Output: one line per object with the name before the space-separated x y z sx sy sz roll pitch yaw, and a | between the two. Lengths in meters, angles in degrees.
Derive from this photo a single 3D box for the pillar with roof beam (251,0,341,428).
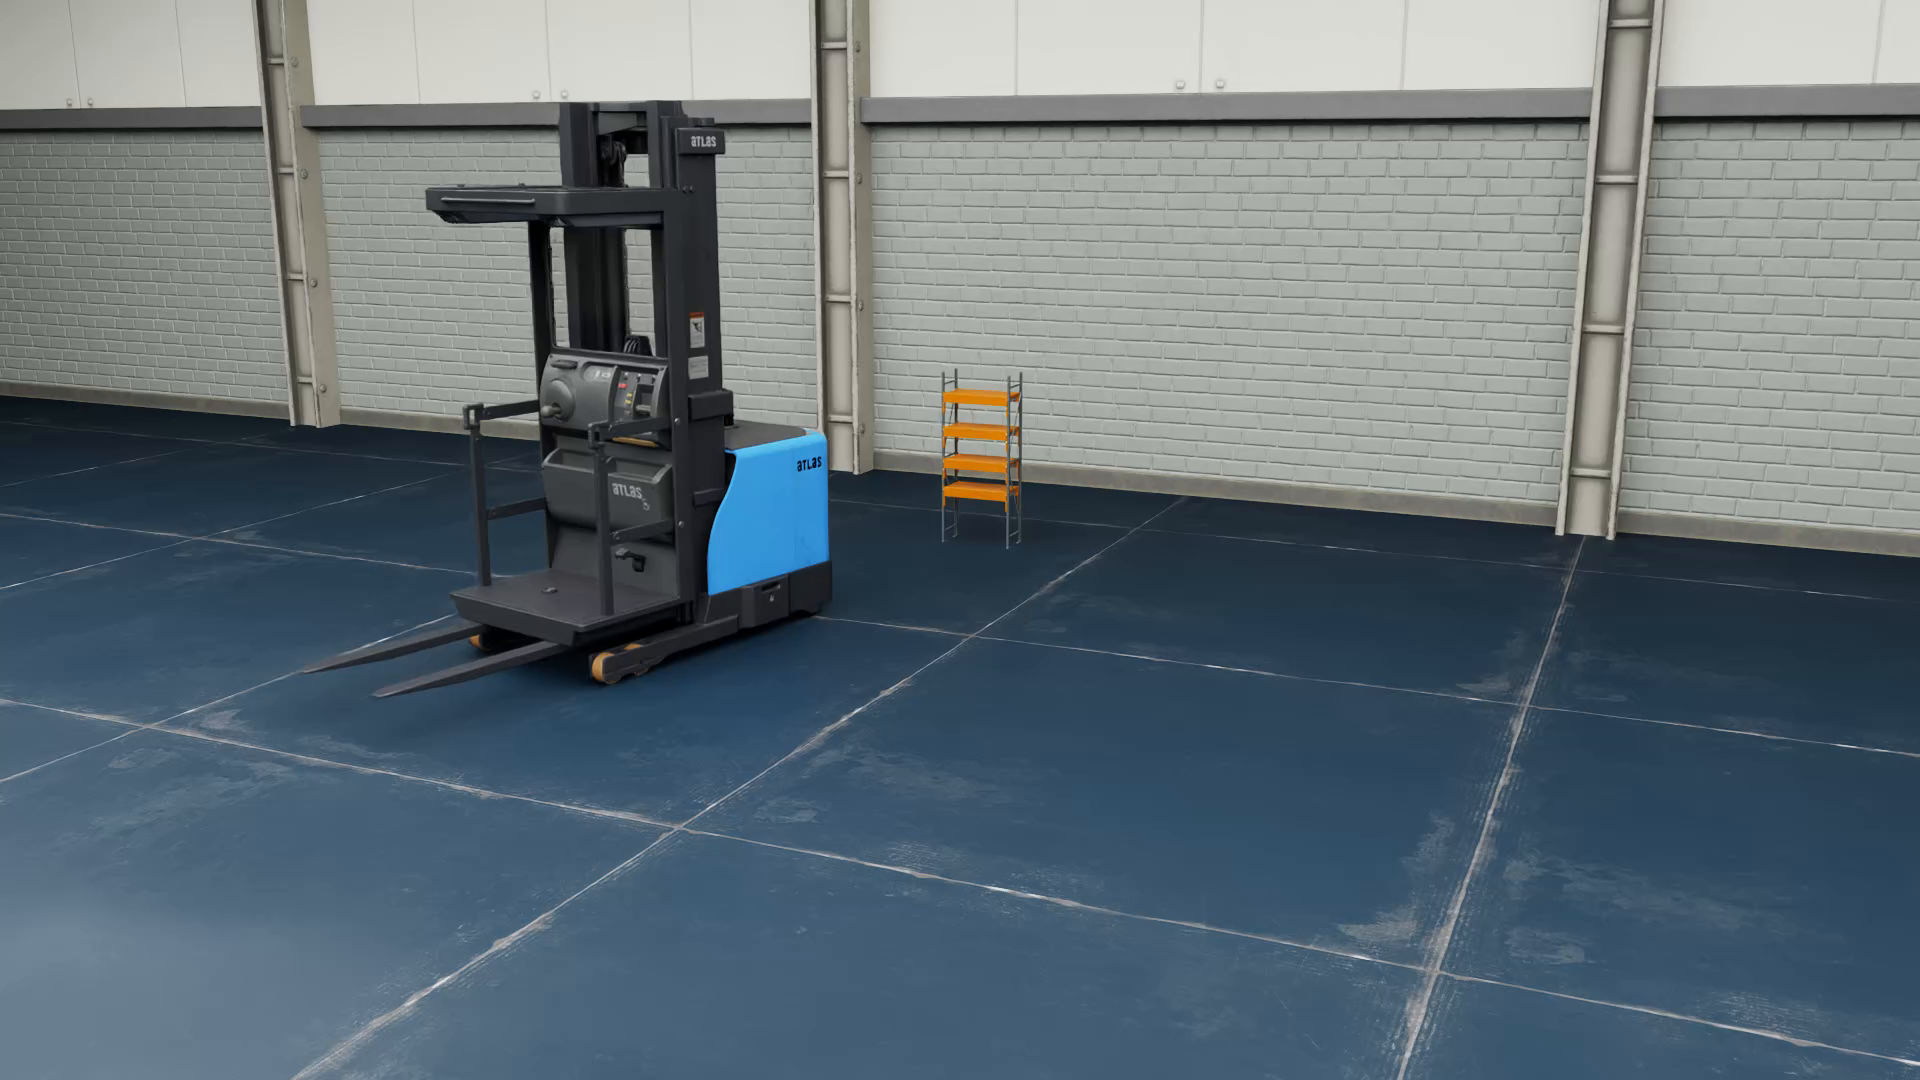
pillar with roof beam | -8.207 -4.644 11.847 0.400 9.000 9.100 6 14 23

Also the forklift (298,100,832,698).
forklift | -2.047 -0.808 8.780 1.130 2.935 3.031 10 16 36

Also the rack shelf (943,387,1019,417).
rack shelf | 0.151 -0.951 11.463 0.480 0.148 0.258 6 14 23

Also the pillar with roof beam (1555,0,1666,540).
pillar with roof beam | 2.765 -3.533 7.115 0.400 9.000 9.100 6 14 23

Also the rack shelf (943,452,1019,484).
rack shelf | 0.151 -0.503 11.568 0.480 0.148 0.258 6 14 23

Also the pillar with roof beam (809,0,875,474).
pillar with roof beam | -2.721 -4.089 9.481 0.400 9.000 9.100 6 14 23

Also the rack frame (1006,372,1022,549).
rack frame | 0.374 -0.546 11.456 0.015 1.200 0.240 6 14 23

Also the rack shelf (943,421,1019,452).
rack shelf | 0.151 -0.721 11.517 0.480 0.148 0.258 6 14 23

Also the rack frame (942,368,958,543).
rack frame | -0.072 -0.591 11.649 0.015 1.200 0.240 6 14 23

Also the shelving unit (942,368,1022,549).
shelving unit | 0.151 -0.569 11.552 0.503 1.200 0.258 6 14 23

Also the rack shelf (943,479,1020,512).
rack shelf | 0.151 -0.310 11.613 0.480 0.148 0.258 6 14 23
